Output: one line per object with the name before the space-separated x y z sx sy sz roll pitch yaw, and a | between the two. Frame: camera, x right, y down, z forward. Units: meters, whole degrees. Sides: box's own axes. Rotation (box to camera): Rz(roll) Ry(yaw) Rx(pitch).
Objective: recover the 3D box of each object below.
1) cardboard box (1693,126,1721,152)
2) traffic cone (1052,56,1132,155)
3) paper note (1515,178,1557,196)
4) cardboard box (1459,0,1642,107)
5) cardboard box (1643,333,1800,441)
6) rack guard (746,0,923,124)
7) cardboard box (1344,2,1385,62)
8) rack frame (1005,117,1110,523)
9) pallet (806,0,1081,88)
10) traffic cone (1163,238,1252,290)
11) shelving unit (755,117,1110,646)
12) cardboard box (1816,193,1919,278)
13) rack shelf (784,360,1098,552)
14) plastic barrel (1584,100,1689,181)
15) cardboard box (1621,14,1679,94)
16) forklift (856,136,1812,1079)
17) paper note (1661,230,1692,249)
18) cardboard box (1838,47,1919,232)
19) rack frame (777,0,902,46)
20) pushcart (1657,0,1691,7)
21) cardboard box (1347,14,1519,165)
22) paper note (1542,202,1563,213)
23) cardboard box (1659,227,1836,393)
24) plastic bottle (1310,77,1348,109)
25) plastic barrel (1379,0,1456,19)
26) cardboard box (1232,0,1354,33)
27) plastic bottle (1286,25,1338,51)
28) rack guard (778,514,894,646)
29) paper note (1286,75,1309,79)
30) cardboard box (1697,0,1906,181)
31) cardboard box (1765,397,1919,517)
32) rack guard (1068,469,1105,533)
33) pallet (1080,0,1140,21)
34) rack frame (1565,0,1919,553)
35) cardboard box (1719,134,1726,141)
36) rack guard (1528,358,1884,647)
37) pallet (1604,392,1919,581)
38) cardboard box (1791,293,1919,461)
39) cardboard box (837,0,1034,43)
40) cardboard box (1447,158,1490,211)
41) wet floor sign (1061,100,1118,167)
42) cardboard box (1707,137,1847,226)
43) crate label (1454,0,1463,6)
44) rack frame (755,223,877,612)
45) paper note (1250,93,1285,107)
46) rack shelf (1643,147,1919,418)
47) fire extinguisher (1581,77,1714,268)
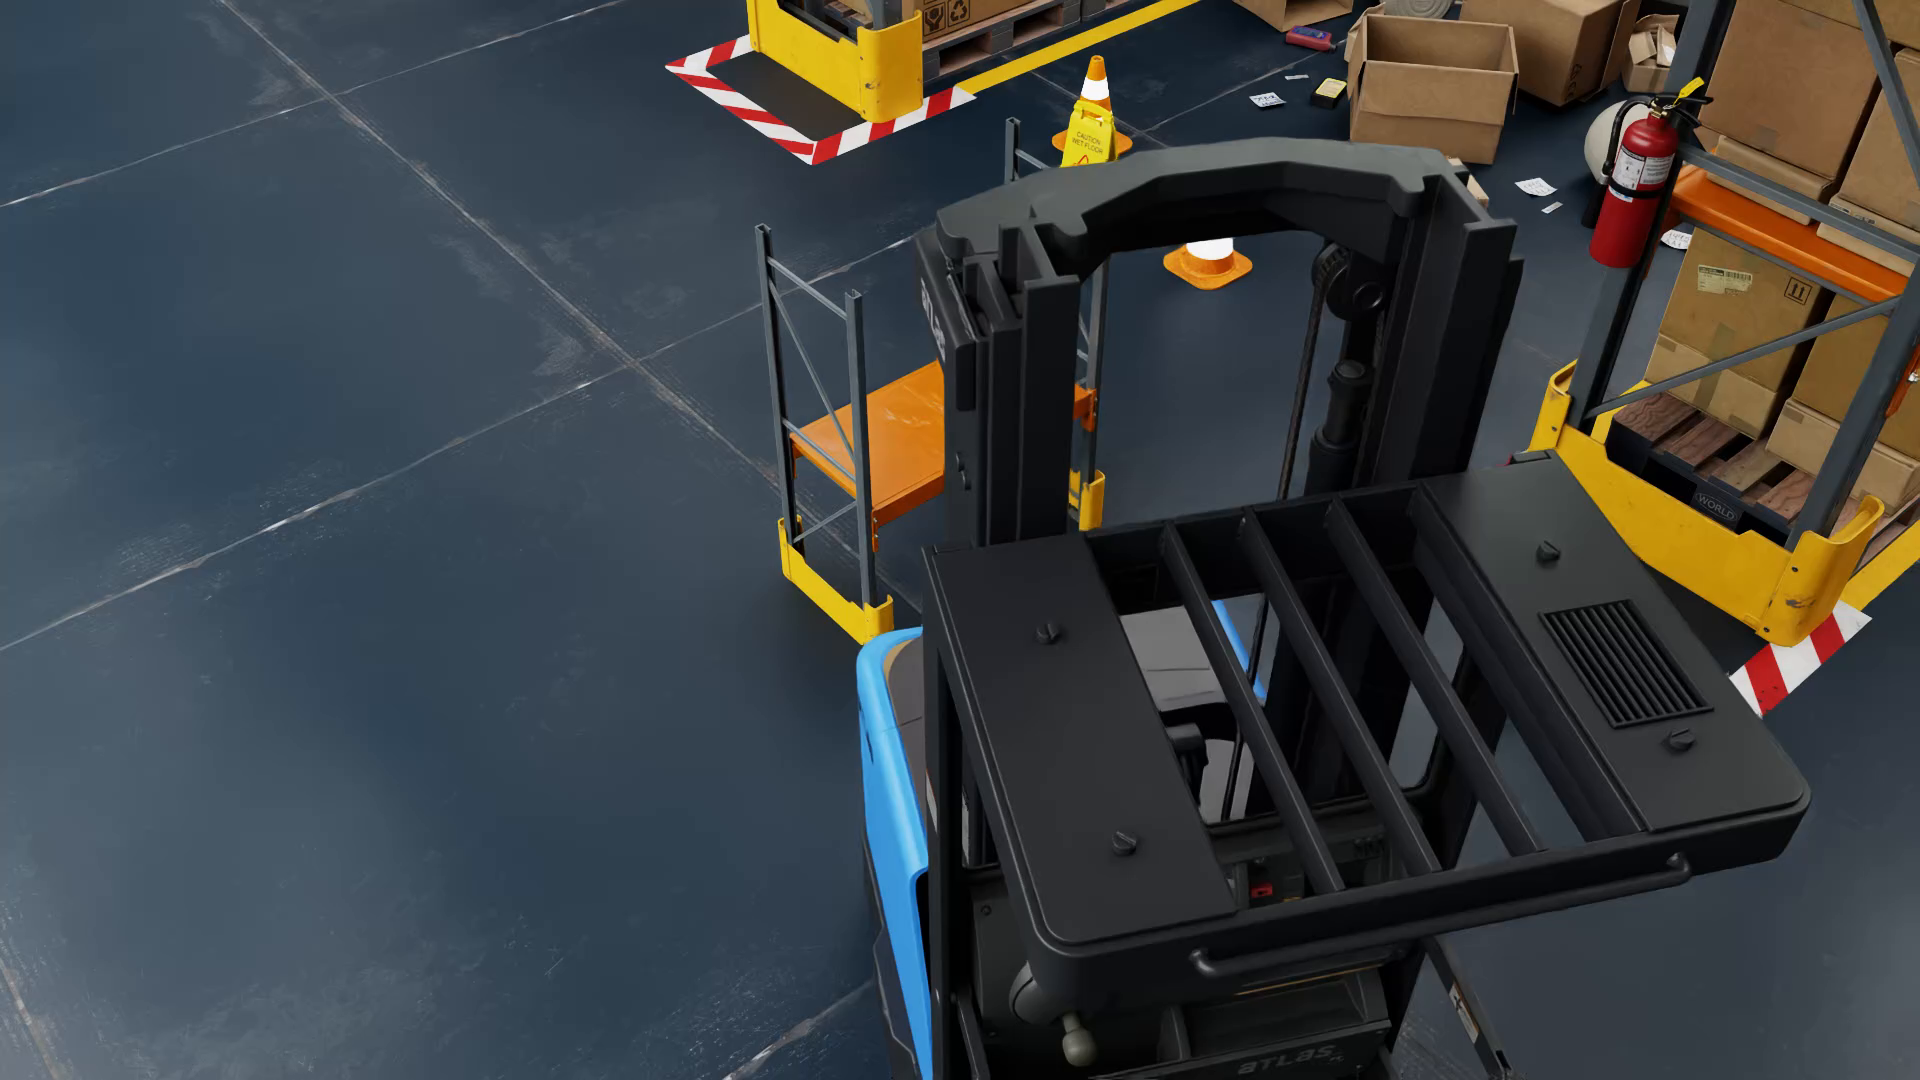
cardboard box | 3.973 -2.138 8.159 0.500 0.500 0.500 0 43 0
traffic cone | 0.665 -2.165 8.217 0.334 0.463 0.336 -30 51 -28
paper note | 2.796 -1.715 8.063 0.142 0.019 0.148 -14 45 -14
cardboard box | 3.035 -2.703 8.661 0.503 0.637 0.797 -30 51 -28
cardboard box | 3.066 -0.705 6.511 0.500 0.250 0.500 -30 51 -28
rack guard | -0.672 -2.680 8.739 0.348 0.500 1.175 -30 51 -28
cardboard box | 2.278 -2.640 8.867 0.258 0.266 0.396 -21 47 -21
rack frame | 0.324 -0.733 5.934 0.032 1.500 0.500 -30 51 -28
pallet | -0.090 -2.978 9.267 1.213 0.211 1.003 -30 51 -28
traffic cone | 1.129 -1.422 7.426 0.334 0.463 0.336 -30 51 -28
shelving unit | -0.058 -0.513 5.701 1.083 1.500 0.587 -30 51 -28
cardboard box | 2.993 -0.996 5.303 0.250 0.149 0.380 -30 51 -28
rack shelf | -0.065 -0.378 5.820 1.000 0.185 0.538 -30 51 -28
plastic barrel | 3.213 -1.810 7.868 0.421 0.421 0.512 0 43 0
cardboard box | 3.666 -2.577 8.800 0.258 0.266 0.396 7 44 7
forklift | 0.534 0.880 3.172 1.130 2.935 3.031 -9 44 -9
paper note | 3.337 -1.400 7.718 0.142 0.019 0.148 22 47 21
cardboard box | 3.141 -1.254 5.104 0.500 0.500 0.500 -31 51 -28
rack frame | -0.654 -3.602 7.894 0.127 3.000 1.000 -30 51 -28
pushcart | 4.167 -3.023 9.194 1.648 0.377 0.936 22 47 21
cardboard box | 2.323 -2.238 8.265 0.797 0.503 0.637 7 44 7
paper note | 2.826 -1.586 7.932 0.123 0.001 0.032 -30 51 -28
cardboard box | 3.047 -0.960 6.235 0.500 0.500 0.500 -29 51 -28
plastic bottle | 1.948 -2.359 8.717 0.133 0.061 0.283 22 47 21
plastic barrel | 2.529 -3.116 9.259 0.421 0.421 0.512 0 43 0
cardboard box | 1.882 -3.228 9.320 0.500 0.500 0.500 -21 47 -21
plastic bottle | 1.947 -2.750 9.133 0.283 0.061 0.133 22 47 21
rack guard | -0.440 0.161 5.896 0.087 0.250 0.587 -30 51 -28
paper note | 1.798 -2.470 8.873 0.123 0.001 0.032 -7 44 -7
cardboard box | 2.839 -1.575 5.446 0.500 0.500 0.500 -31 51 -29
cardboard box | 3.396 -0.407 6.194 0.500 0.250 0.500 -30 51 -28
rack guard | 0.324 -0.276 6.362 0.087 0.250 0.587 -30 51 -28
pallet | 0.845 -3.511 9.834 1.213 0.211 1.003 -30 51 -28
rack frame | 2.600 -1.047 5.174 0.127 3.000 1.000 -30 51 -28
cardboard box | 2.873 -1.402 5.735 0.250 0.149 0.380 -30 51 -28
rack guard | 2.658 -0.169 6.065 0.348 0.500 1.175 -30 51 -28
pallet | 3.304 -0.402 6.524 1.213 0.211 1.003 -30 51 -28
cardboard box | 3.414 -0.691 5.949 0.500 0.500 0.500 -32 52 -29
cardboard box | -0.176 -3.313 8.832 0.875 0.875 0.875 -29 51 -28
cardboard box | 2.309 -1.644 7.892 0.250 0.149 0.380 -7 44 -7
wet floor sign | 0.595 -1.691 7.580 0.267 0.644 0.232 30 51 28
cardboard box | 2.749 -1.232 5.554 0.250 0.149 0.380 -28 50 -27
crate label | 2.930 -3.180 9.536 0.298 0.136 0.250 7 44 7
rack frame | -0.455 -0.286 5.459 0.032 1.500 0.500 -30 51 -28
paper note | 1.607 -2.298 8.676 0.142 0.017 0.144 -14 45 -14
rack shelf | 4.134 -1.663 6.355 4.000 0.370 1.077 -30 51 -28
fire extinguisher | 2.216 -1.211 5.404 0.183 0.674 0.296 -30 51 -28
